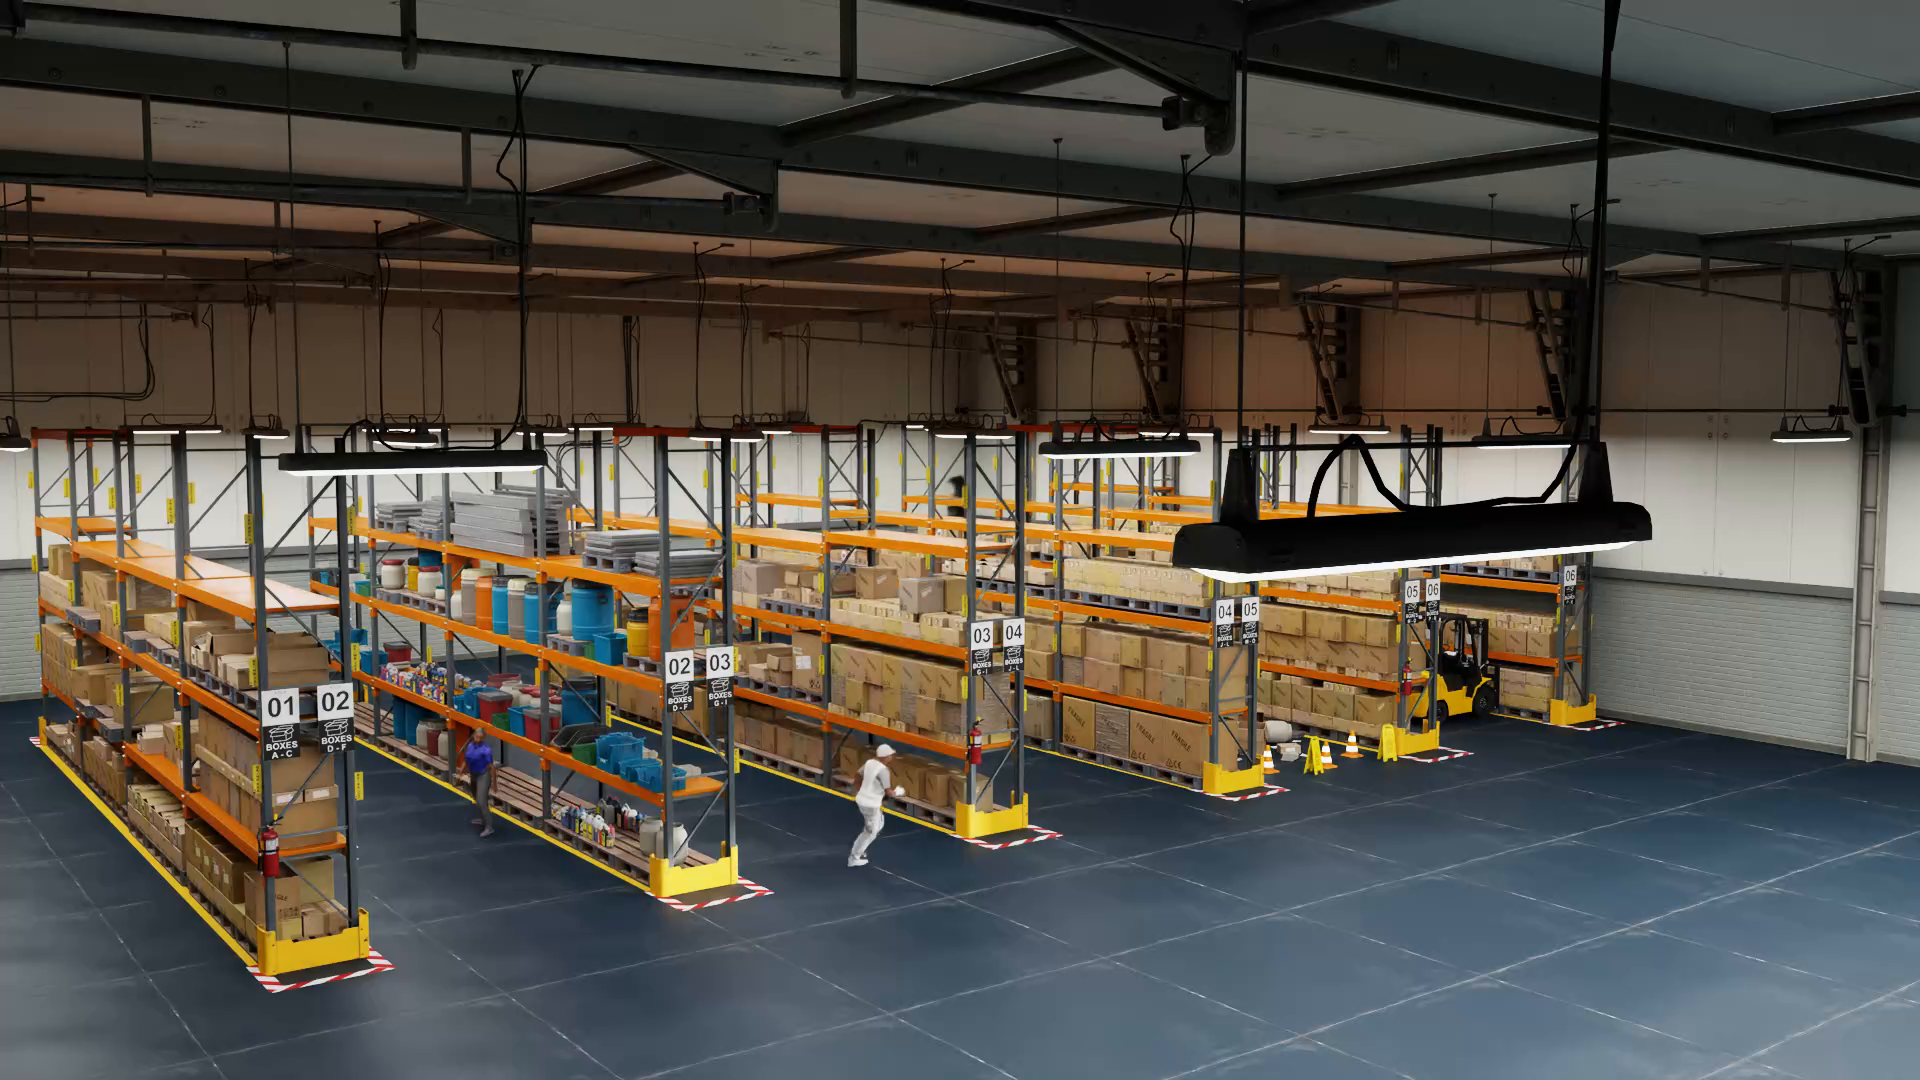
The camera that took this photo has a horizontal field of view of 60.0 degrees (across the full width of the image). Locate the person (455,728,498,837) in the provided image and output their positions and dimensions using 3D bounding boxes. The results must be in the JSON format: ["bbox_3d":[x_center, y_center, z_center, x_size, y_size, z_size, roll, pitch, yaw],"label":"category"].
[{"bbox_3d":[-7.224,3.579,24.944,0.808,1.601,0.730,3,6,37],"label":"person"}]

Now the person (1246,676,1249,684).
[{"bbox_3d":[6.231,2.603,37.411,0.600,1.617,0.580,-3,5,-35],"label":"person"}]

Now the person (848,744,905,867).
[{"bbox_3d":[-1.182,3.672,23.185,0.842,1.668,0.710,-2,5,-22],"label":"person"}]
